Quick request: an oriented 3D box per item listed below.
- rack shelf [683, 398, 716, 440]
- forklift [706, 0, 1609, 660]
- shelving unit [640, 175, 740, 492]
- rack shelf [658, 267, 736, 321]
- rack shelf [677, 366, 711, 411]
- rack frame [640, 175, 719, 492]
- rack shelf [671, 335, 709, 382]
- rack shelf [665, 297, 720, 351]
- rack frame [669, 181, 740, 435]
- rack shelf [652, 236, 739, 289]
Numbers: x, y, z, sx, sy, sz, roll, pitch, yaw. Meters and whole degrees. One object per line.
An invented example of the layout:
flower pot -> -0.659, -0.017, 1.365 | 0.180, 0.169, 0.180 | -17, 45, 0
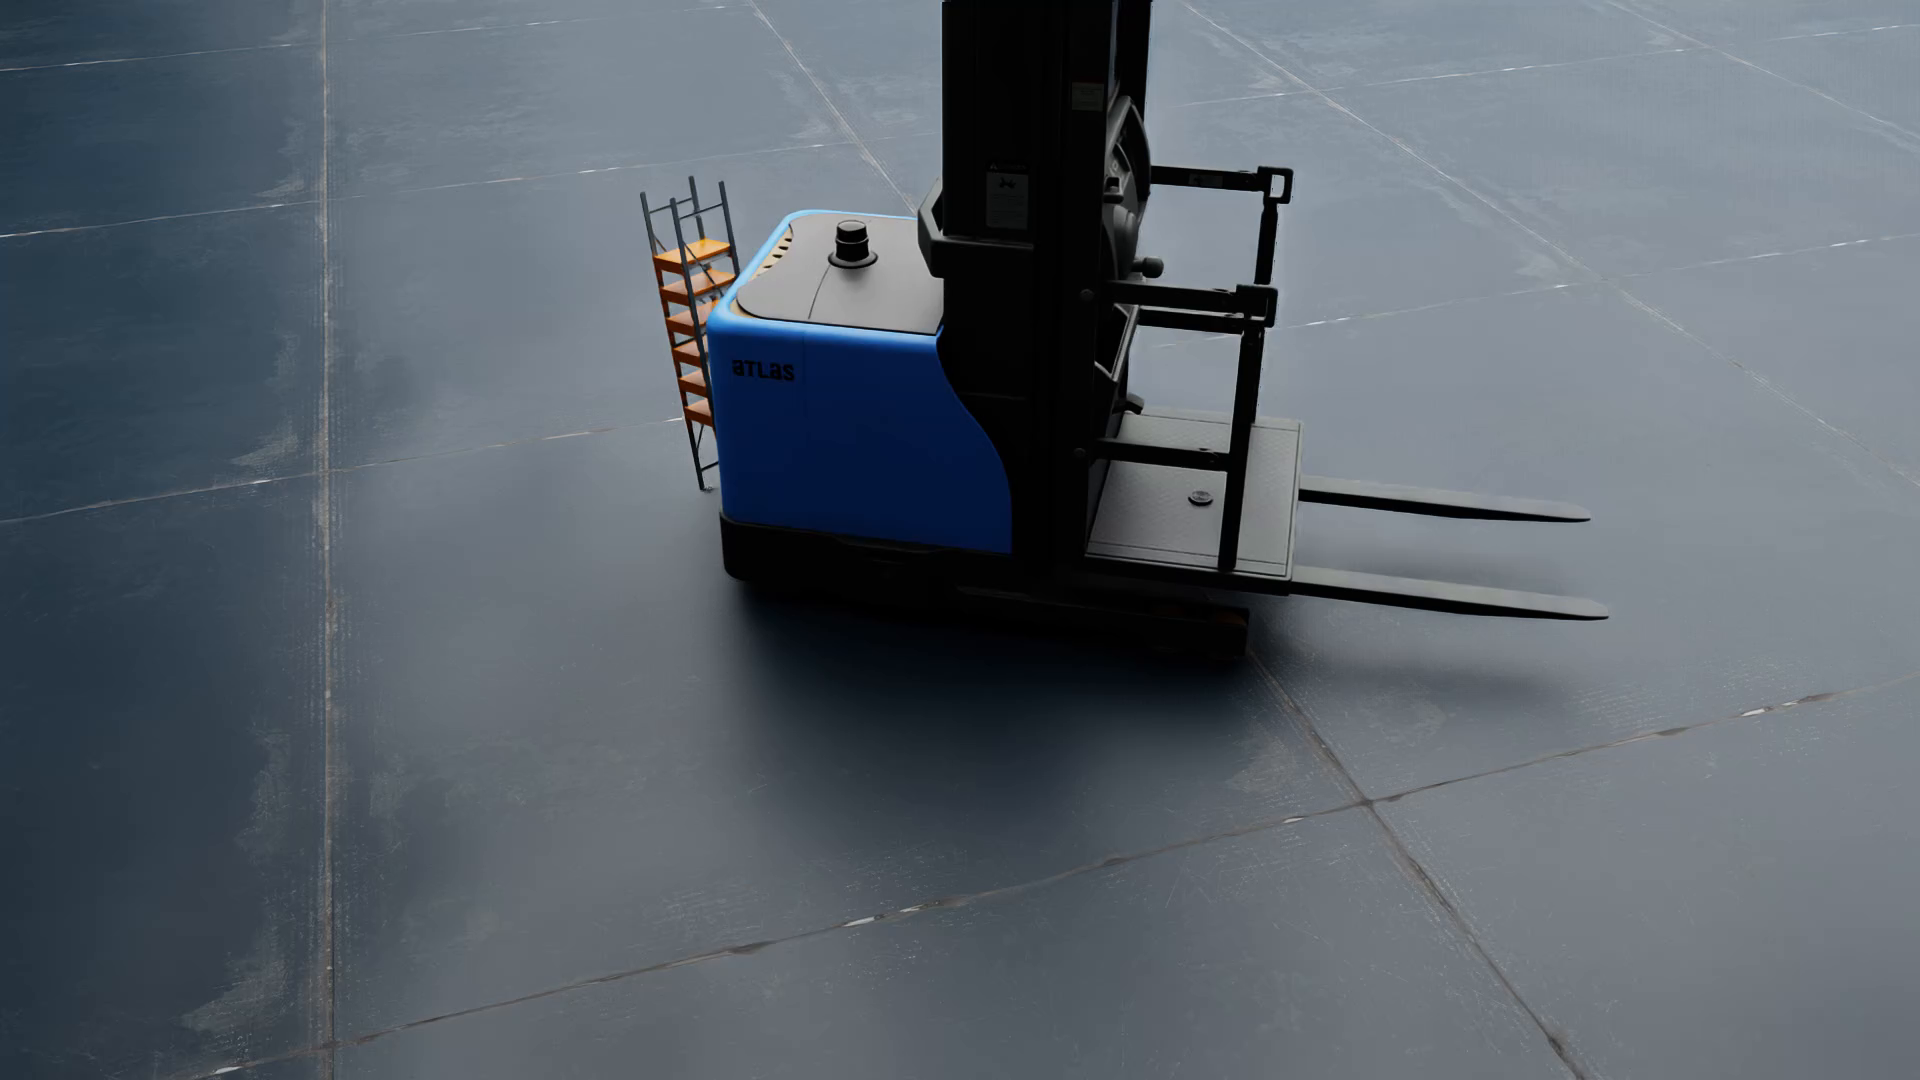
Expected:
rack shelf -> -0.906, -0.493, 6.403 | 0.258, 0.103, 0.180 | -29, 34, -36
forklift -> 0.723, -1.137, 5.313 | 3.031, 2.935, 1.130 | 7, 34, 10
shelving unit -> -0.938, -0.745, 6.274 | 0.258, 1.200, 0.189 | -29, 34, -36
rack shelf -> -0.960, -0.918, 6.186 | 0.258, 0.103, 0.180 | -29, 34, -36
rack shelf -> -0.920, -0.599, 6.349 | 0.258, 0.103, 0.180 | -29, 34, -36
rack frame -> -1.002, -0.768, 6.335 | 0.240, 1.200, 0.006 | -29, 34, -36
rack shelf -> -0.933, -0.706, 6.294 | 0.258, 0.103, 0.180 | -29, 34, -36
rack shelf -> -0.946, -0.812, 6.240 | 0.258, 0.103, 0.180 | -29, 34, -36
rack frame -> -0.874, -0.722, 6.213 | 0.240, 1.200, 0.006 | -29, 34, -36
rack shelf -> -0.973, -1.024, 6.131 | 0.258, 0.103, 0.180 | -29, 34, -36
